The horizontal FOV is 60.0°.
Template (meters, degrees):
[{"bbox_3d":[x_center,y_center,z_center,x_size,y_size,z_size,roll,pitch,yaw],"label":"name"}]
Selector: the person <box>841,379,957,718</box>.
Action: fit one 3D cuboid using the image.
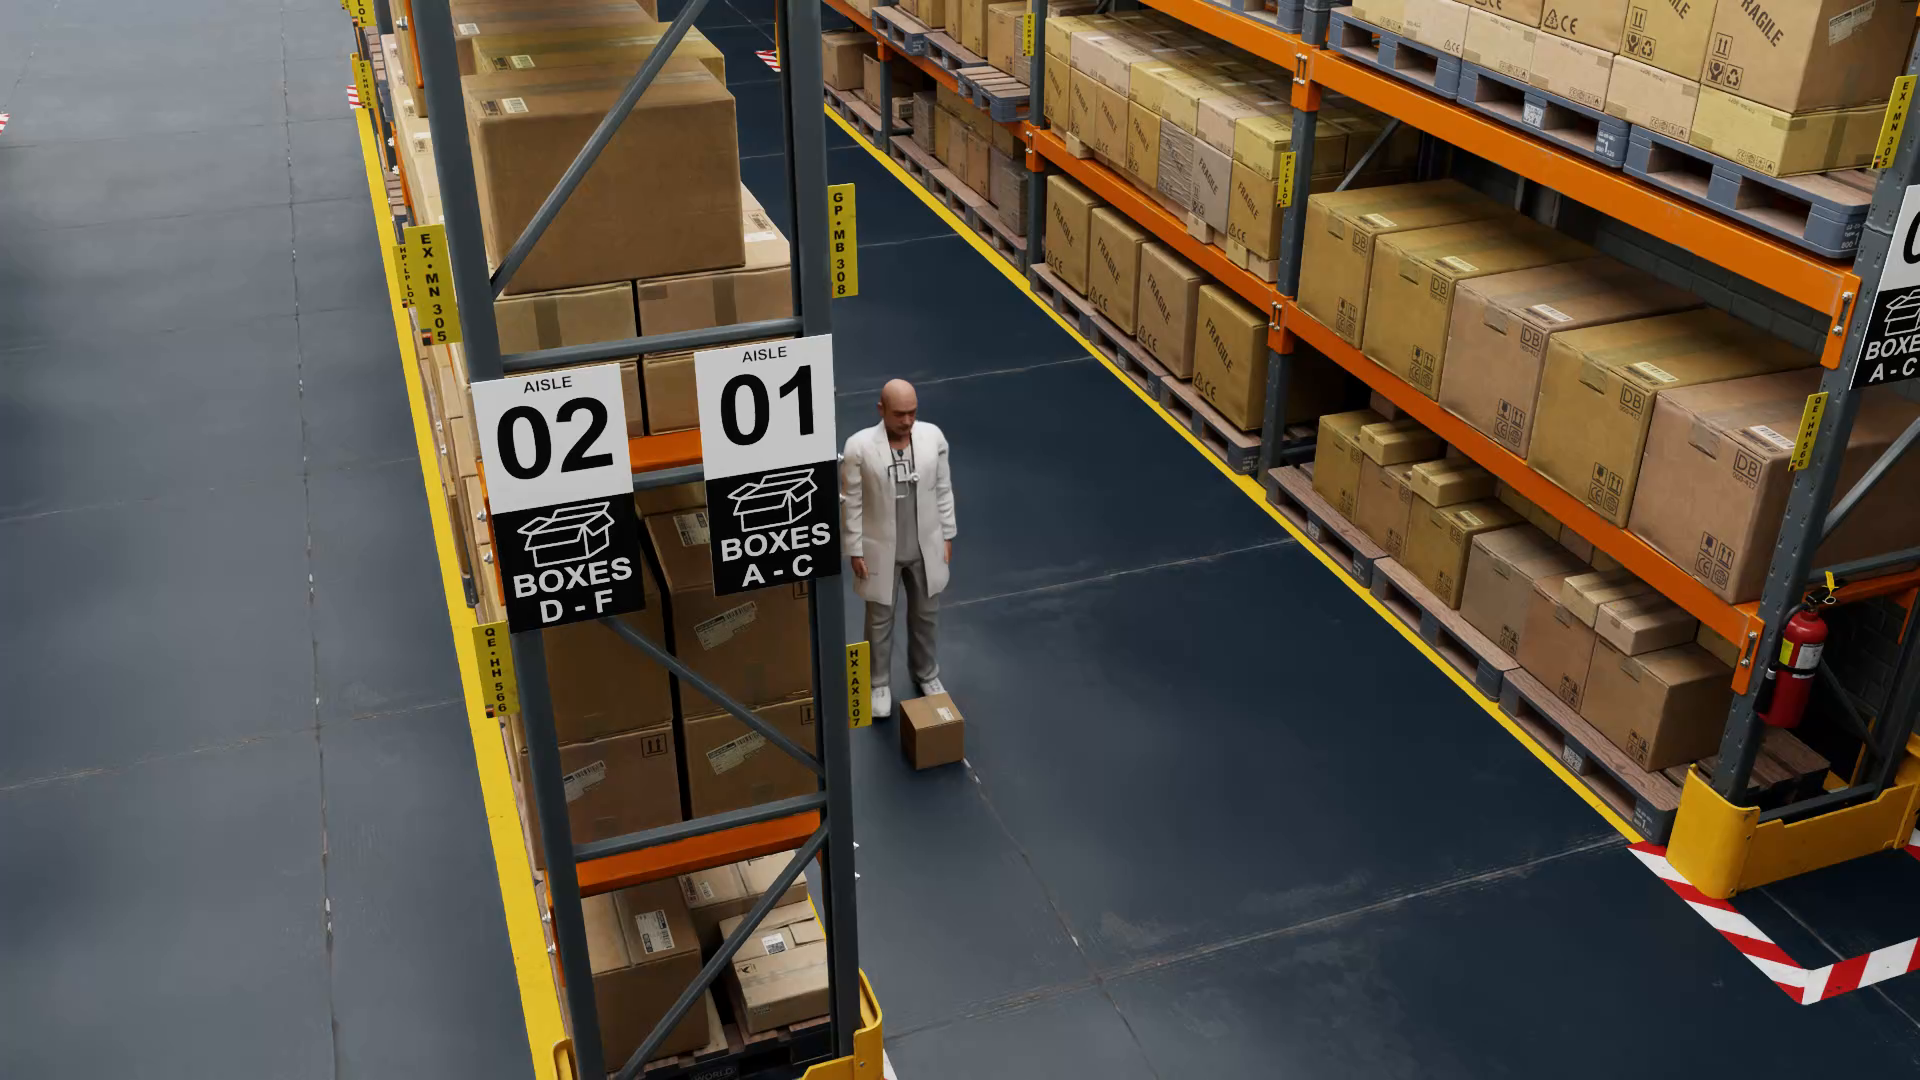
[{"bbox_3d":[-0.289,0.059,8.299,0.588,1.825,0.398,-8,31,-15],"label":"person"}]
